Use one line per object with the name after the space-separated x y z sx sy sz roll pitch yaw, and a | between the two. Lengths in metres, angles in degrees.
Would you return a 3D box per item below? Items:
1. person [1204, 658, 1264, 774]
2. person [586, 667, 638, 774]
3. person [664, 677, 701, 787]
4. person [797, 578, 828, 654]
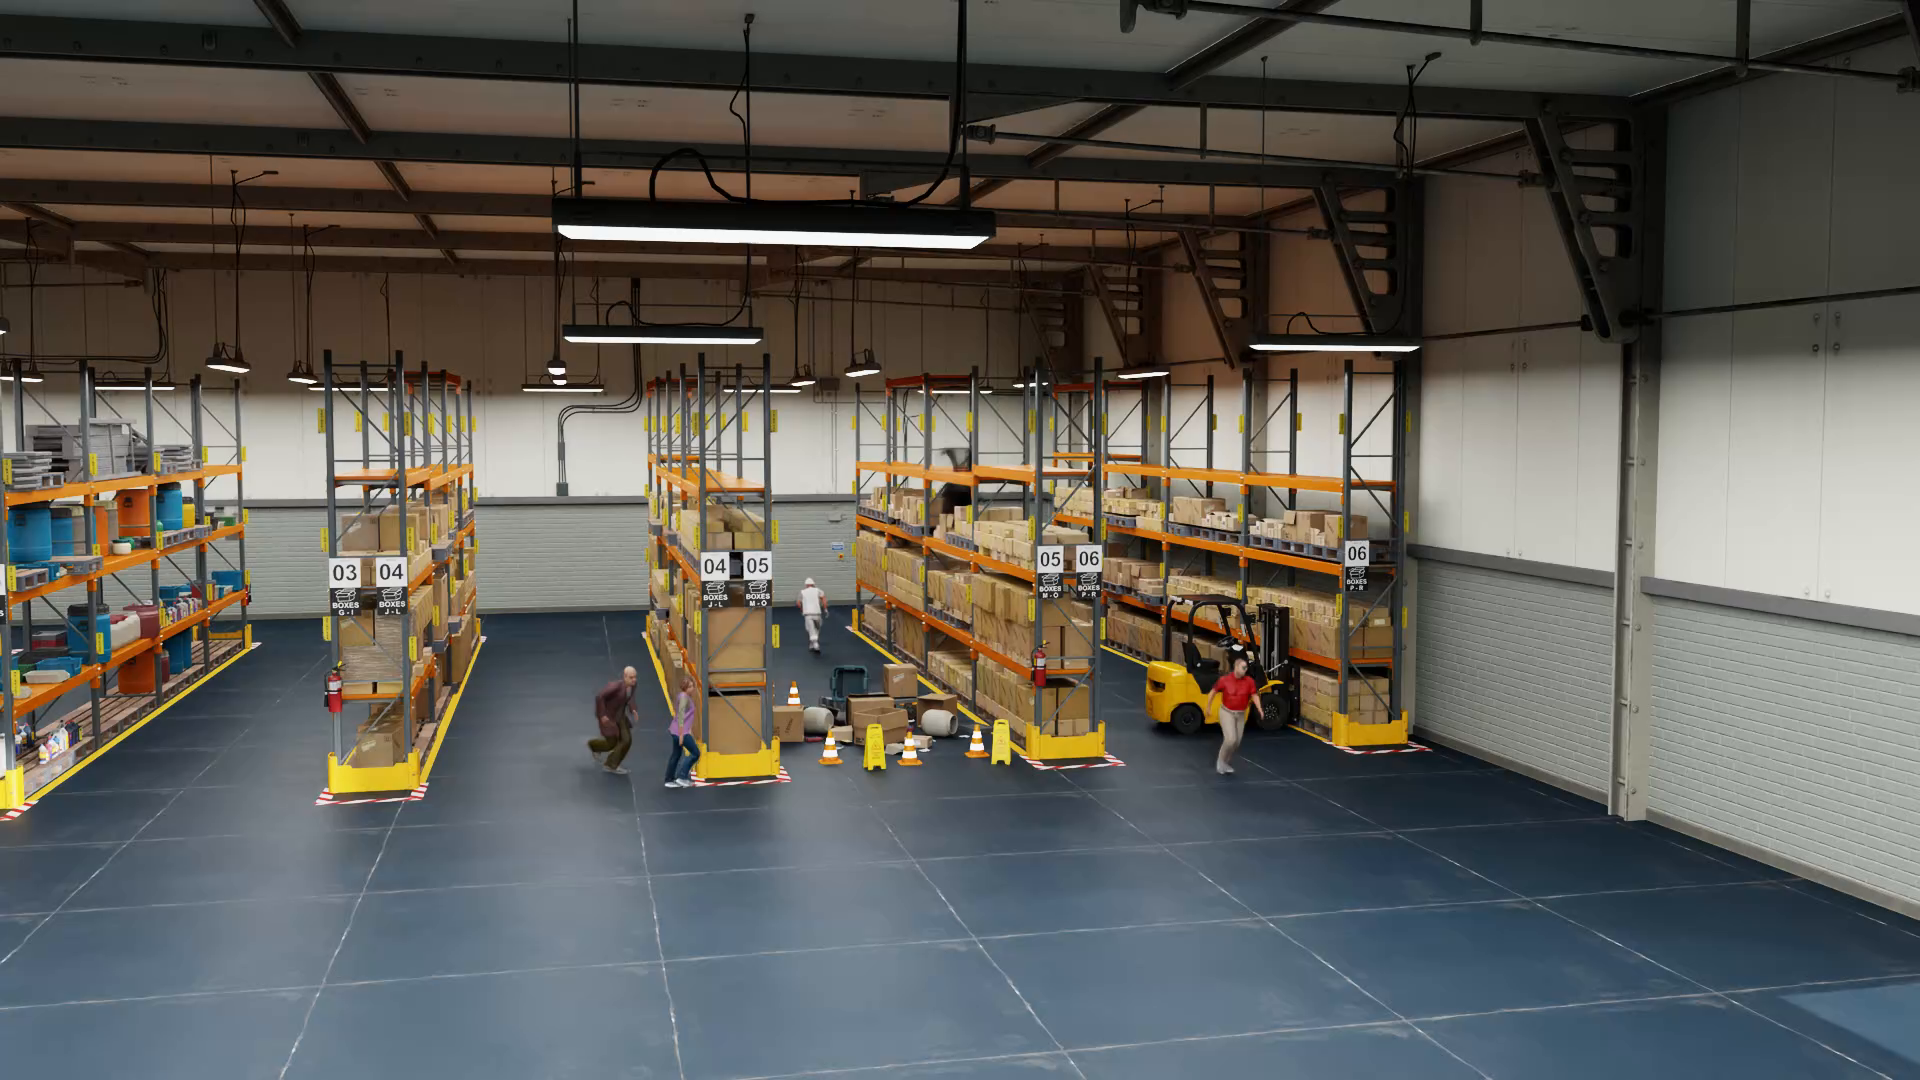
3.931 2.508 23.632 0.646 1.675 0.807 -1 4 -20 | person
-5.010 2.569 23.829 1.007 1.578 0.724 3 5 34 | person
-3.791 2.634 22.693 0.480 1.571 0.517 -1 4 -15 | person
-3.193 1.673 36.059 0.681 1.619 1.115 -1 4 -8 | person
